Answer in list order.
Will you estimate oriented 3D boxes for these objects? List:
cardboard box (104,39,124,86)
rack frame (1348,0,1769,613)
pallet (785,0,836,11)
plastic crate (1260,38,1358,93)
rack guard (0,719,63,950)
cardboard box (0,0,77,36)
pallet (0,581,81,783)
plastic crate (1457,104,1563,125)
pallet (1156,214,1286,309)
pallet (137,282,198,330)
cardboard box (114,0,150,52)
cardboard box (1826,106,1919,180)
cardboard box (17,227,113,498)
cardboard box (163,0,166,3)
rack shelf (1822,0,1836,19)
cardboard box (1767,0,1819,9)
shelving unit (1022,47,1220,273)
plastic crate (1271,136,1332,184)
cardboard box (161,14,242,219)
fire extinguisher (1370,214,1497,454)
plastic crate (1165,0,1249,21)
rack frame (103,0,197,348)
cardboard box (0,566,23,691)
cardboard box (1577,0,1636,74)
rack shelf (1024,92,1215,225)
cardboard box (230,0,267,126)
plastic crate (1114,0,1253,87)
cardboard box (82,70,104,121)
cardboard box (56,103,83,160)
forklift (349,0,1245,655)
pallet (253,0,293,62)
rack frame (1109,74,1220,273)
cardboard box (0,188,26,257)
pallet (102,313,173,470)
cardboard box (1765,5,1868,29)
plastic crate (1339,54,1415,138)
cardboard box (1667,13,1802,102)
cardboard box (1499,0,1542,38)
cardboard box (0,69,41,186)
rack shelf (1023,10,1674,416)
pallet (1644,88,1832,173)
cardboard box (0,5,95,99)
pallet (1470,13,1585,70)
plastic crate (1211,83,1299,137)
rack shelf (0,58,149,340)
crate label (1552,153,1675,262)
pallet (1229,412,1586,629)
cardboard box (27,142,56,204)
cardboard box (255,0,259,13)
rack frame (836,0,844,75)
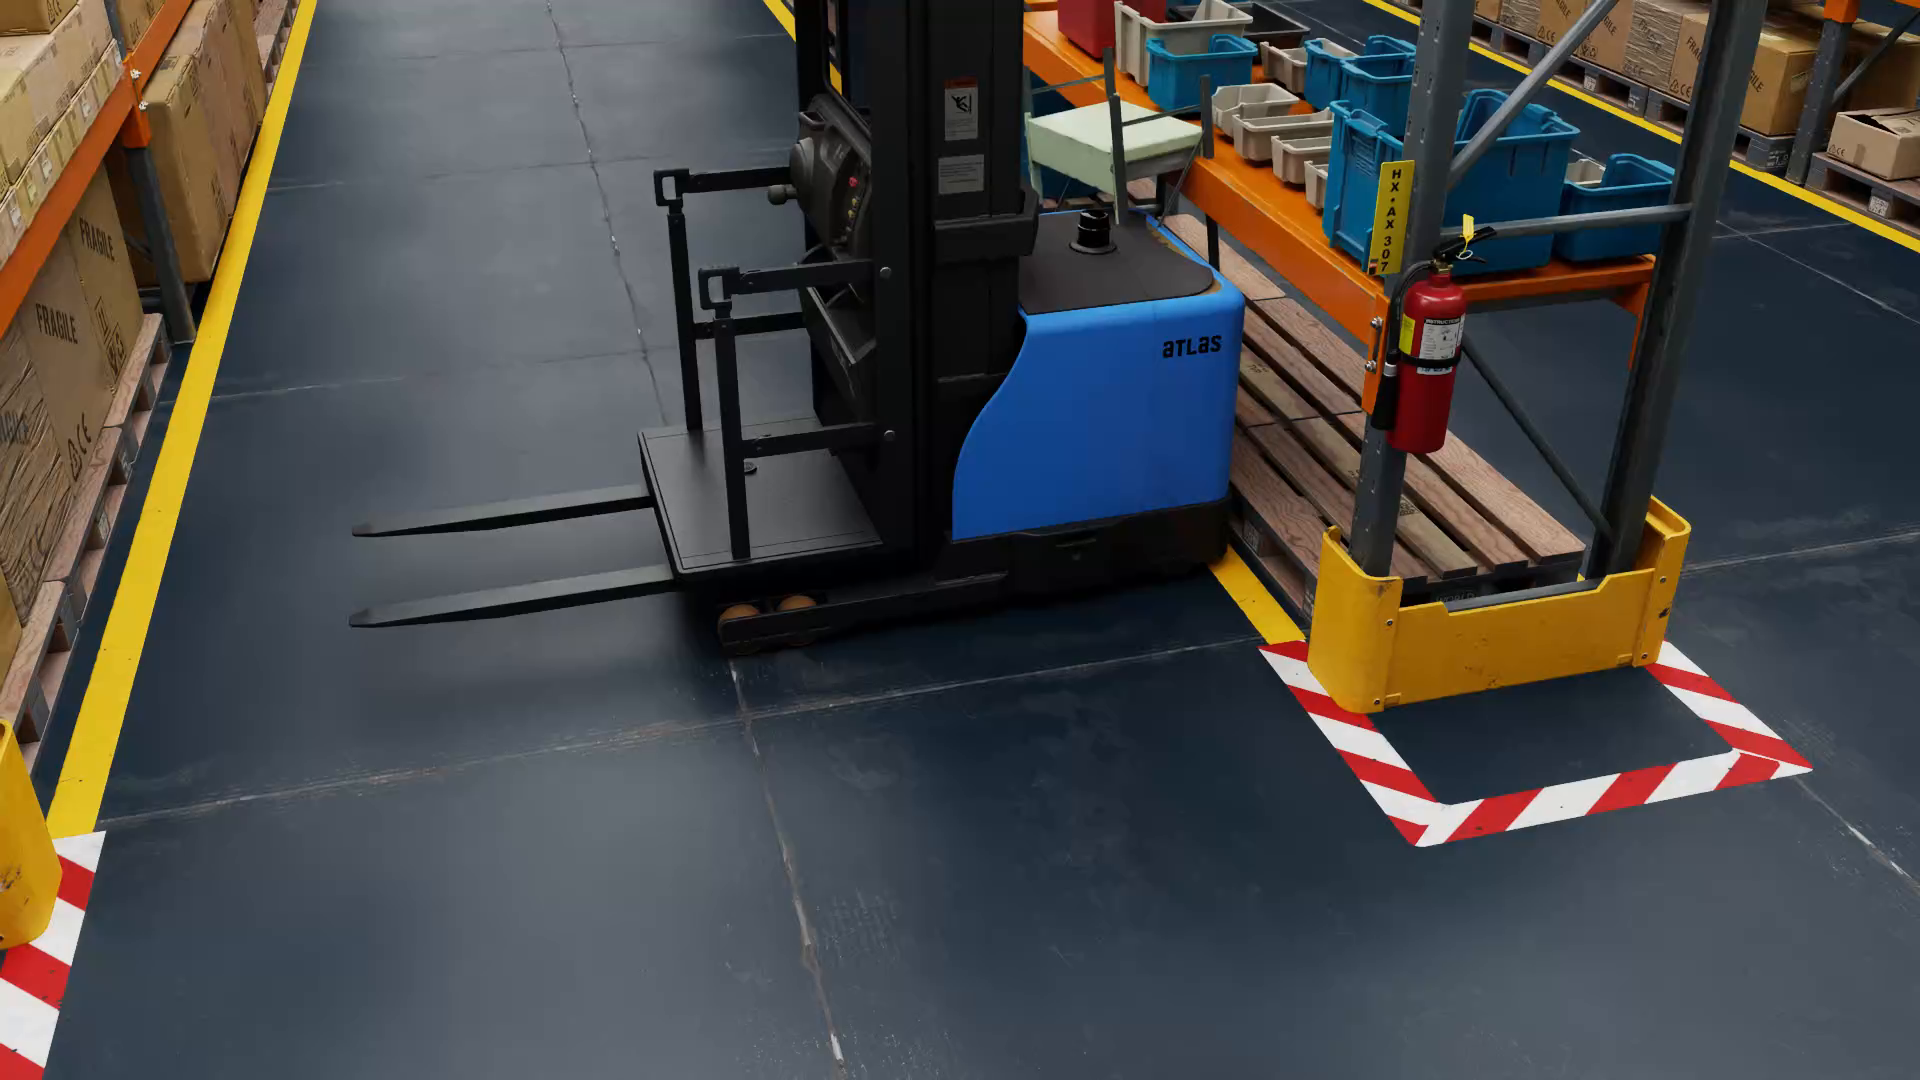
[{"bbox_3d":[-3.711,-1.968,6.906,0.380,0.149,0.250,-8,31,-13],"label":"cardboard box"},{"bbox_3d":[1.729,-0.907,4.823,1.000,3.000,0.127,-8,31,-13],"label":"rack frame"},{"bbox_3d":[-0.883,-4.531,13.868,1.003,0.211,1.213,-8,31,-13],"label":"pallet"},{"bbox_3d":[1.419,-1.950,6.827,0.293,0.136,0.466,-8,31,-13],"label":"plastic crate"},{"bbox_3d":[-3.040,0.845,4.291,1.175,0.500,0.348,-8,31,-13],"label":"rack guard"},{"bbox_3d":[-3.599,-2.140,6.057,0.500,0.500,0.500,-8,31,-13],"label":"cardboard box"},{"bbox_3d":[-3.334,0.583,5.033,1.003,0.211,1.213,-8,31,-13],"label":"pallet"},{"bbox_3d":[1.806,-1.341,5.681,0.416,0.233,0.300,-8,31,-13],"label":"plastic crate"},{"bbox_3d":[0.900,-1.282,8.254,1.003,0.211,1.213,-8,31,-13],"label":"pallet"},{"bbox_3d":[-4.385,-1.336,8.348,1.003,0.211,1.213,-8,31,-13],"label":"pallet"},{"bbox_3d":[-3.989,-2.479,7.439,0.500,0.500,0.500,-8,31,-13],"label":"cardboard box"},{"bbox_3d":[5.347,-2.291,9.459,0.500,0.311,0.500,-8,31,-13],"label":"cardboard box"},{"bbox_3d":[-3.771,-0.678,6.130,0.875,0.875,0.875,-8,31,-13],"label":"cardboard box"},{"bbox_3d":[-4.256,-2.963,8.276,0.500,0.500,0.500,-9,31,-14],"label":"cardboard box"},{"bbox_3d":[4.913,-4.150,11.144,1.077,0.370,4.000,-8,31,-13],"label":"rack shelf"},{"bbox_3d":[5.285,-3.678,10.917,0.500,0.250,0.500,-8,31,-13],"label":"cardboard box"},{"bbox_3d":[0.649,-1.082,6.517,0.431,1.500,0.755,-17,29,-18],"label":"shelving unit"},{"bbox_3d":[1.275,-1.330,5.758,0.396,0.136,0.243,-8,31,-13],"label":"plastic crate"},{"bbox_3d":[-4.535,-2.180,8.725,1.225,0.875,0.875,-9,31,-15],"label":"cardboard box"},{"bbox_3d":[1.331,-0.579,4.705,0.296,0.674,0.183,-8,31,-13],"label":"fire extinguisher"},{"bbox_3d":[1.120,-2.678,7.838,0.392,0.384,0.575,-8,31,-13],"label":"plastic crate"},{"bbox_3d":[-4.108,-2.180,7.023,1.000,3.000,0.127,-8,31,-13],"label":"rack frame"},{"bbox_3d":[-3.293,0.191,4.628,0.875,0.875,0.875,-8,31,-13],"label":"cardboard box"},{"bbox_3d":[4.644,-3.532,11.414,0.500,0.500,0.500,-9,31,-15],"label":"cardboard box"},{"bbox_3d":[0.602,-1.425,6.338,0.431,0.370,0.720,-17,29,-18],"label":"rack shelf"},{"bbox_3d":[-5.007,-3.038,10.207,1.225,0.875,0.875,-9,31,-16],"label":"cardboard box"},{"bbox_3d":[0.895,-2.052,6.859,0.437,0.282,0.530,-8,31,-13],"label":"plastic crate"},{"bbox_3d":[-3.575,-1.720,6.477,0.380,0.149,0.250,-8,31,-14],"label":"cardboard box"},{"bbox_3d":[-3.438,-1.471,6.048,0.380,0.149,0.250,-7,31,-12],"label":"cardboard box"},{"bbox_3d":[-0.603,-1.178,5.360,3.031,2.935,1.130,-9,31,-14],"label":"forklift"},{"bbox_3d":[-5.696,-3.871,12.727,1.003,0.211,1.213,-8,31,-13],"label":"pallet"},{"bbox_3d":[0.795,-0.942,6.212,0.400,1.500,0.023,-17,29,-18],"label":"rack frame"},{"bbox_3d":[-3.166,-0.976,5.192,0.380,0.149,0.250,-8,31,-14],"label":"cardboard box"},{"bbox_3d":[-3.982,-0.596,7.069,1.003,0.211,1.213,-8,31,-13],"label":"pallet"},{"bbox_3d":[5.398,-3.126,10.713,0.500,0.500,0.500,-7,31,-13],"label":"cardboard box"},{"bbox_3d":[1.631,-1.659,6.230,0.416,0.233,0.300,-8,31,-13],"label":"plastic crate"},{"bbox_3d":[4.914,-3.044,10.571,0.500,0.500,0.500,-8,31,-13],"label":"cardboard box"},{"bbox_3d":[4.372,-4.026,12.268,0.500,0.500,0.500,-9,31,-15],"label":"cardboard box"},{"bbox_3d":[-3.331,-1.325,5.397,0.500,0.250,0.500,-8,31,-14],"label":"cardboard box"},{"bbox_3d":[1.198,-1.562,6.672,1.077,0.370,4.000,-8,31,-13],"label":"rack shelf"},{"bbox_3d":[5.192,-2.677,10.664,1.003,0.211,1.213,-8,31,-13],"label":"pallet"},{"bbox_3d":[-3.598,-1.816,6.246,0.500,0.250,0.500,-7,31,-12],"label":"cardboard box"},{"bbox_3d":[4.544,-3.855,12.700,1.003,0.211,1.213,-8,31,-13],"label":"pallet"},{"bbox_3d":[1.081,-1.602,6.227,0.298,0.136,0.250,-8,31,-13],"label":"plastic crate"},{"bbox_3d":[-3.577,-0.903,5.534,1.077,0.370,4.000,-8,31,-13],"label":"rack shelf"},{"bbox_3d":[1.981,-1.023,5.131,0.416,0.233,0.303,-8,31,-13],"label":"crate label"},{"bbox_3d":[1.548,-0.104,6.218,1.003,0.211,1.213,-8,31,-13],"label":"pallet"},{"bbox_3d":[-3.303,-1.224,5.621,0.380,0.149,0.250,-7,31,-12],"label":"cardboard box"},{"bbox_3d":[-5.832,-4.350,12.828,0.700,0.500,0.500,-11,32,-18],"label":"cardboard box"},{"bbox_3d":[-0.394,-4.771,11.498,1.000,3.000,0.127,-8,31,-13],"label":"rack frame"}]
